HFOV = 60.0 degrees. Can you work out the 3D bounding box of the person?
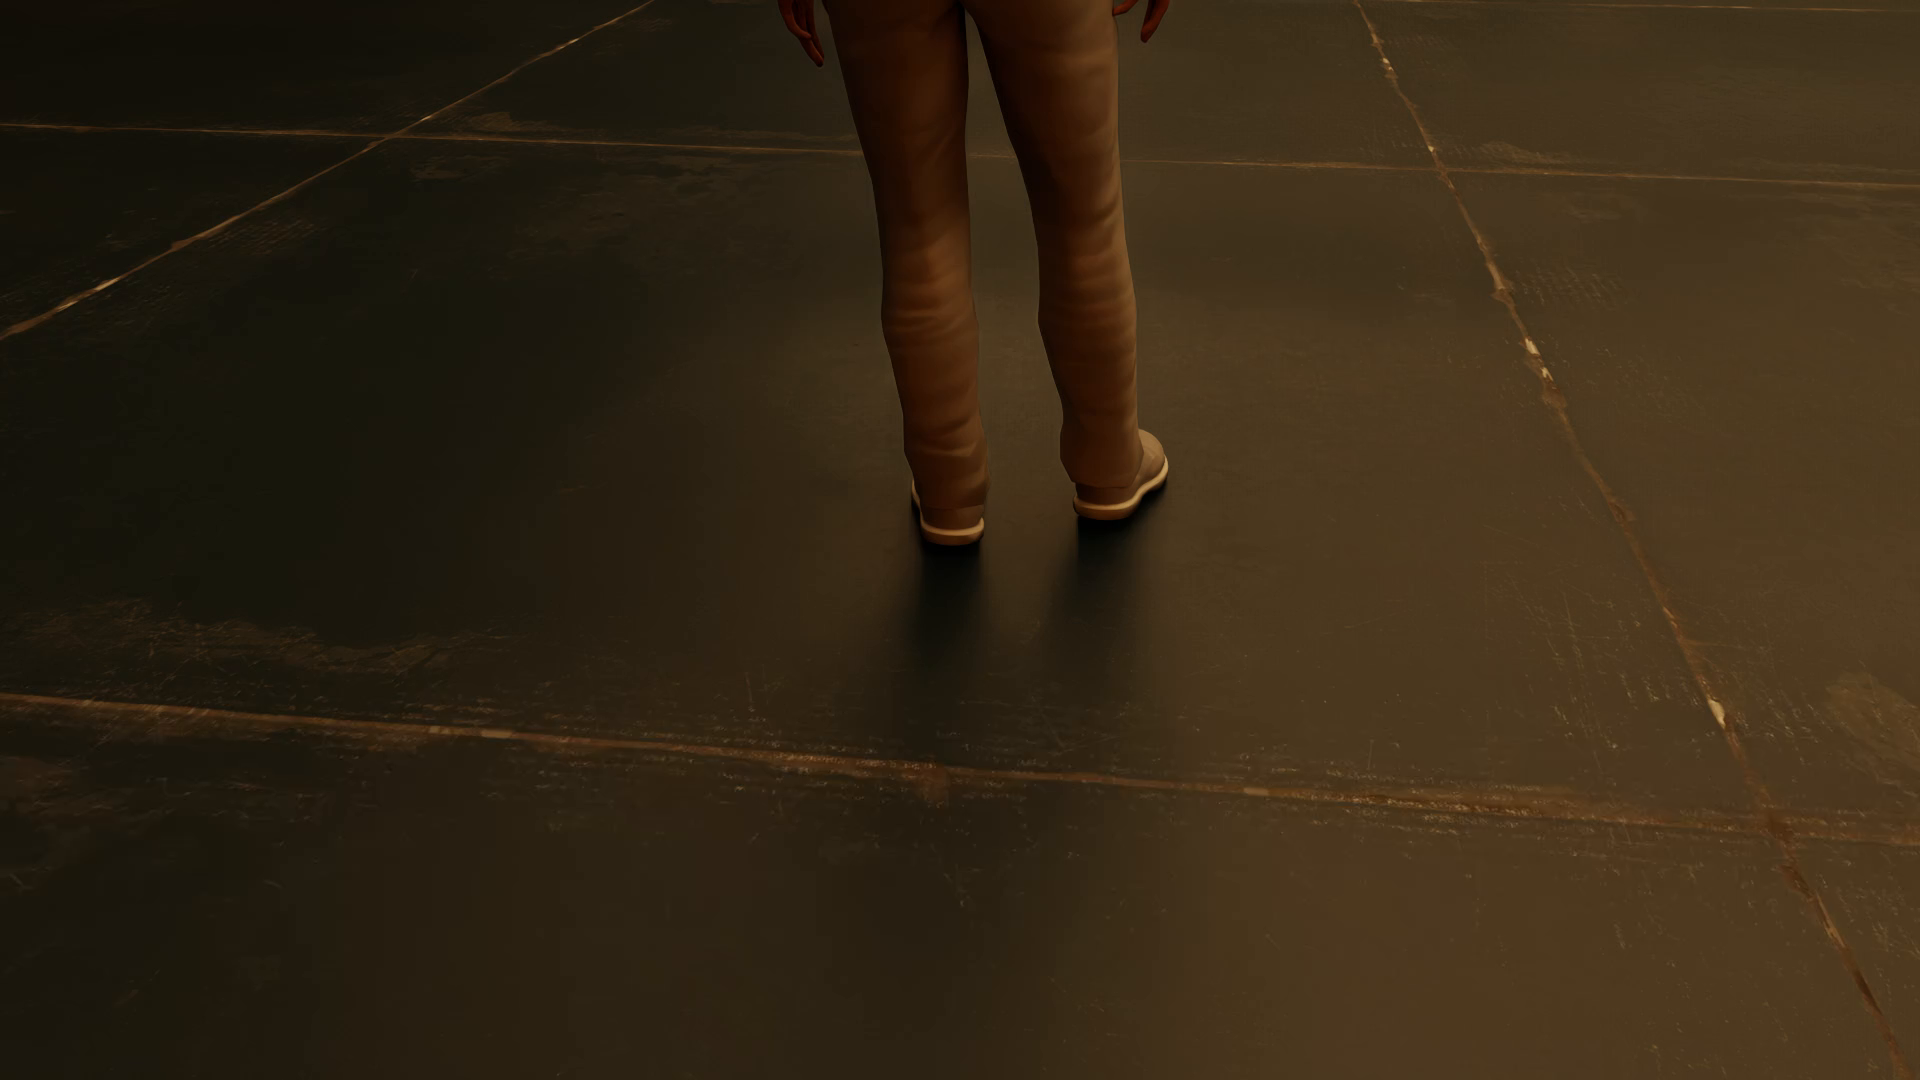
[{"bbox_3d":[0.030,-0.797,2.183,0.569,1.695,0.528,3,27,7],"label":"person"}]
